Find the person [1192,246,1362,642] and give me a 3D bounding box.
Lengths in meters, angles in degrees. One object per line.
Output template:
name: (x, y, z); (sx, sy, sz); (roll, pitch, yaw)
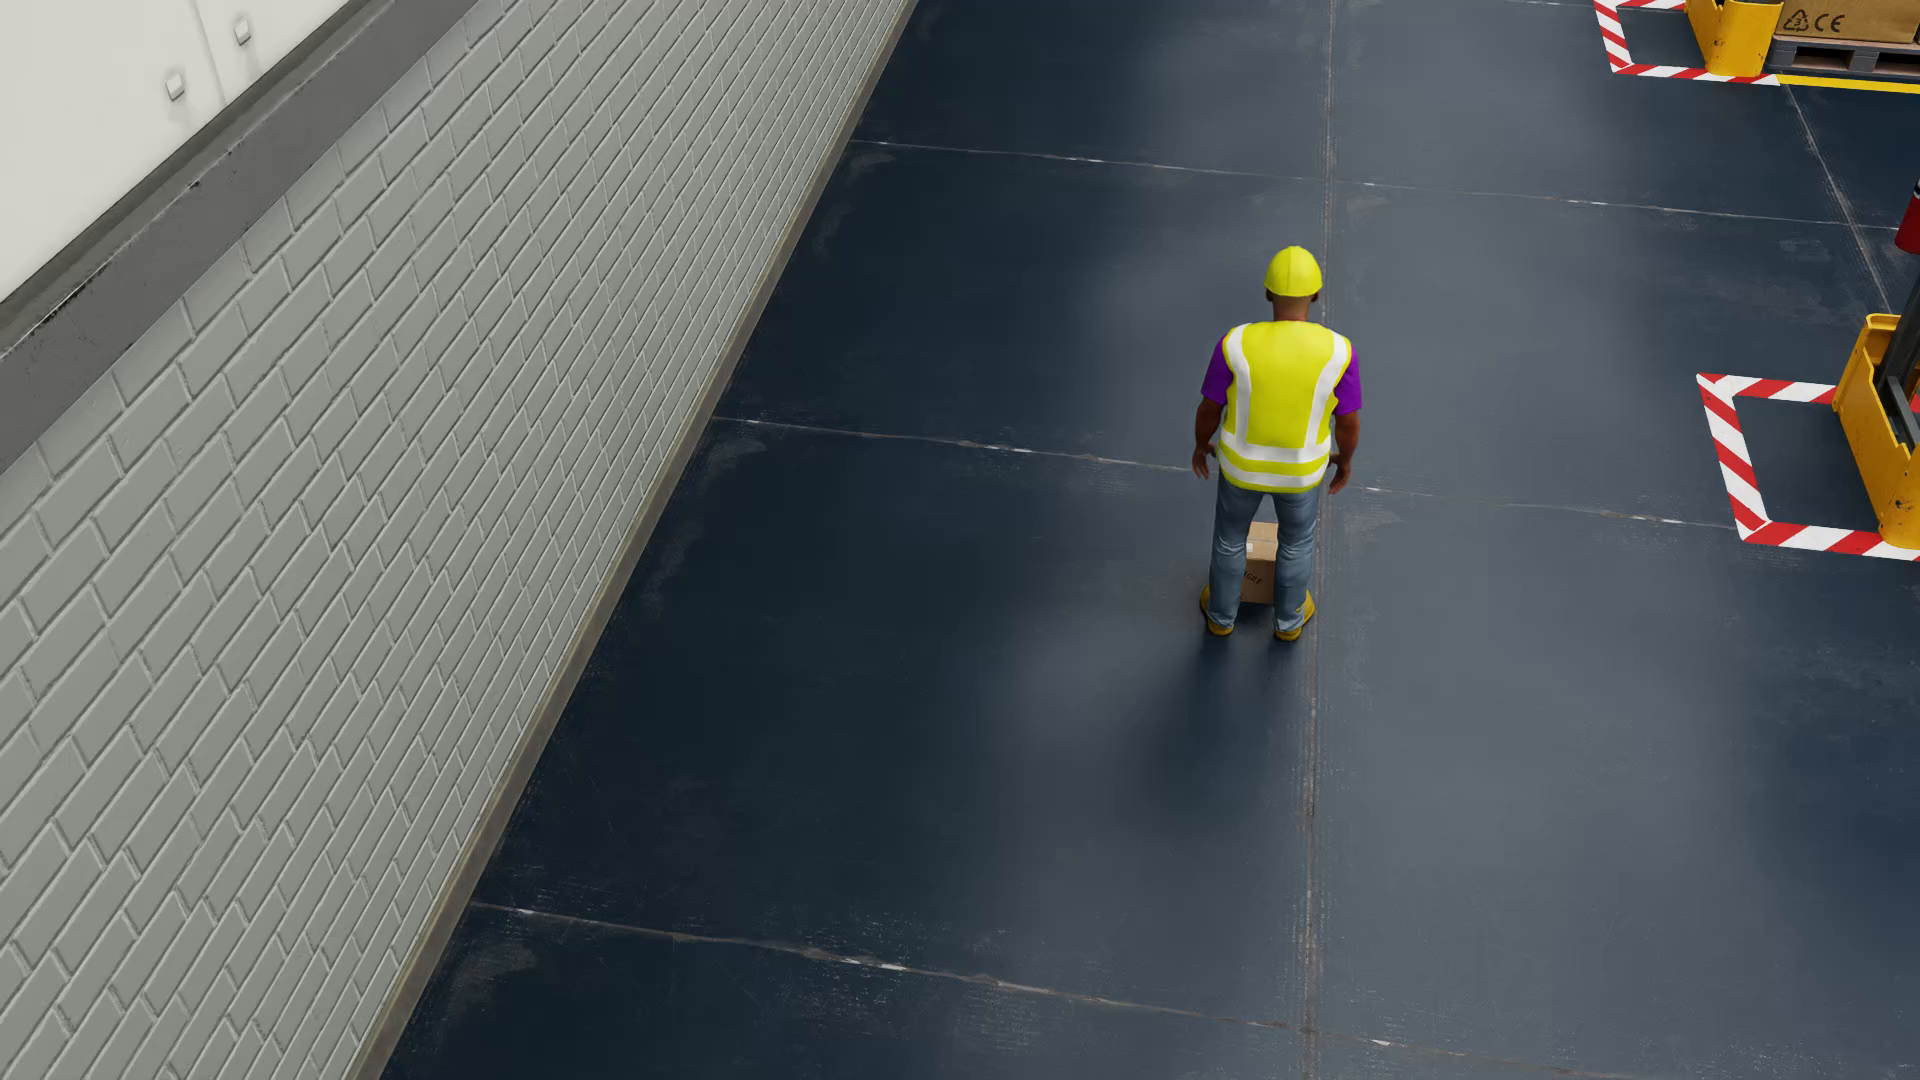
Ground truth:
person: (1.229, -0.334, 6.536); (0.627, 1.761, 0.456); (7, 41, 8)
